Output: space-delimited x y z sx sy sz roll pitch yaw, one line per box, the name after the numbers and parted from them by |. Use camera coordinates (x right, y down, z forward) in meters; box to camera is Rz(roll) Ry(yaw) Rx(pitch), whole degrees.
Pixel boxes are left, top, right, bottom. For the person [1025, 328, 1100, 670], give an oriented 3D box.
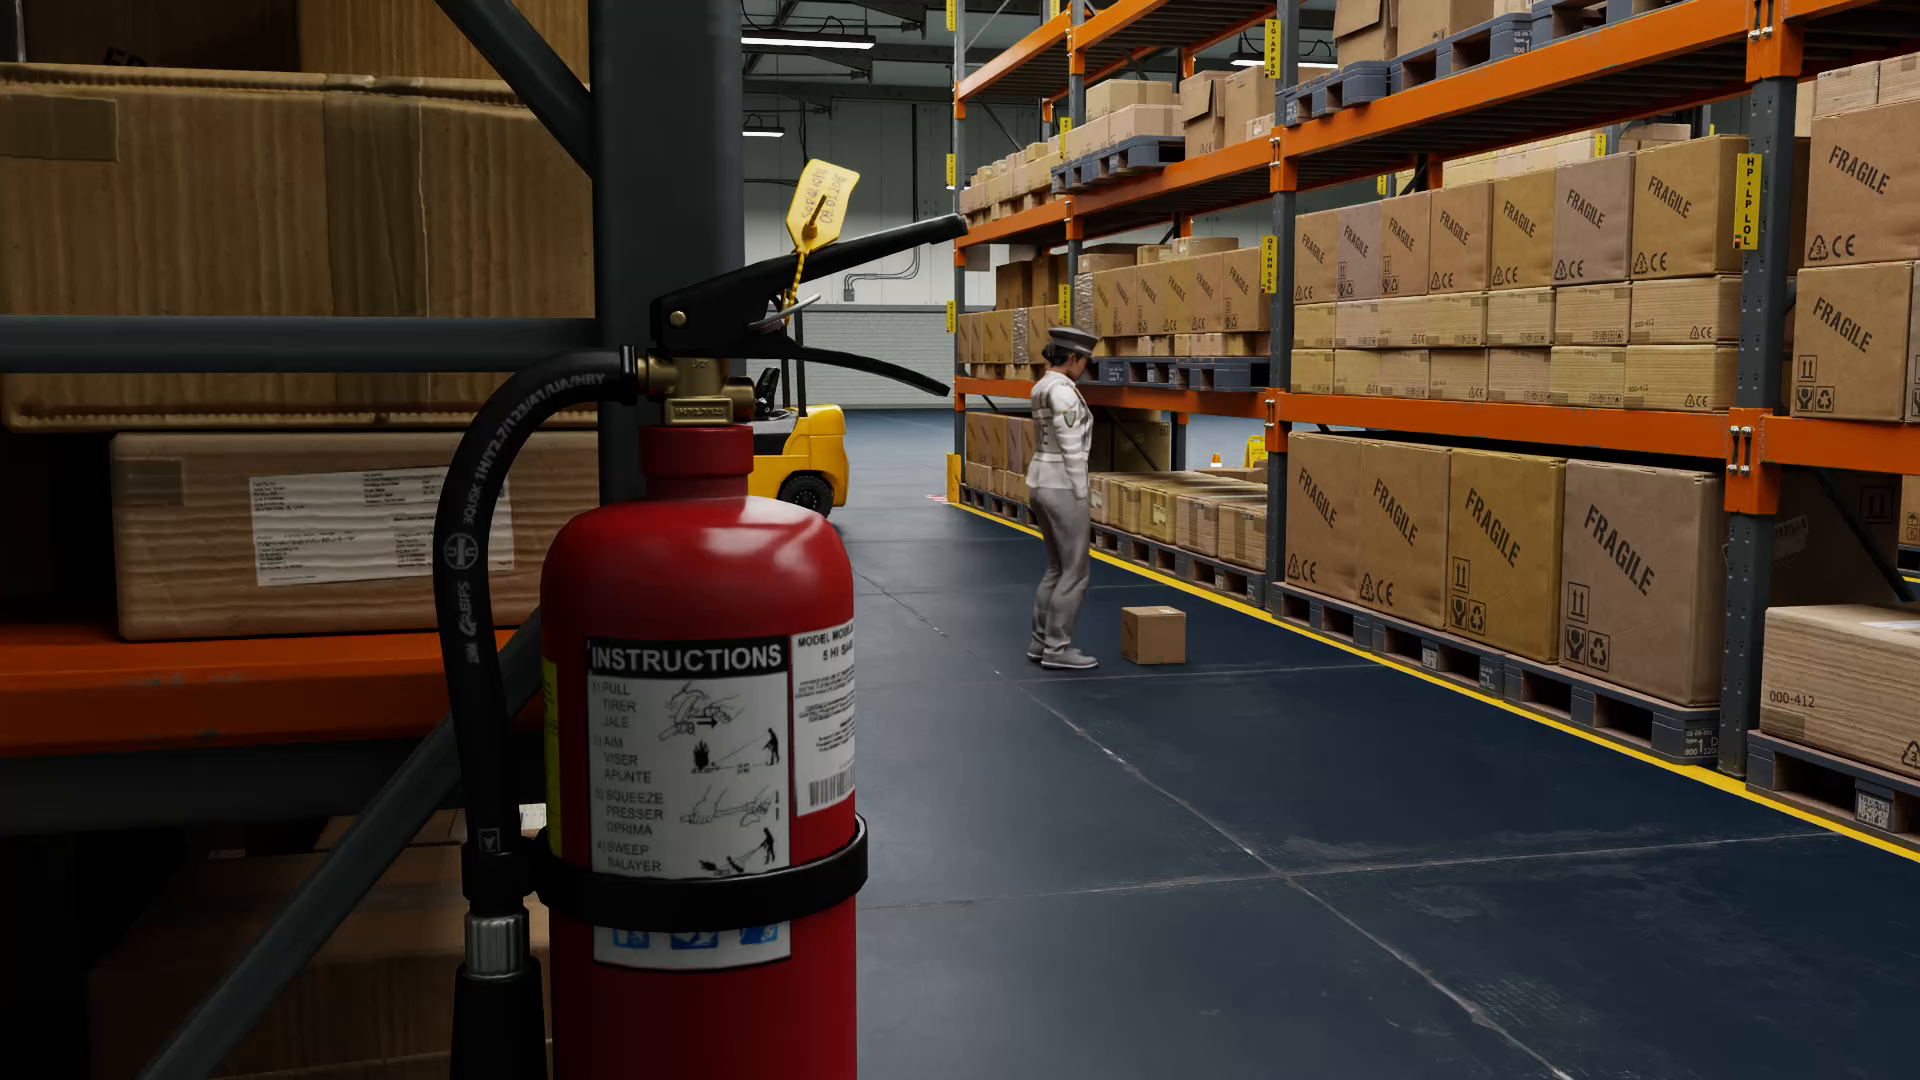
0.500 -0.207 8.153 0.352 1.657 0.479 -1 6 -13 | person
